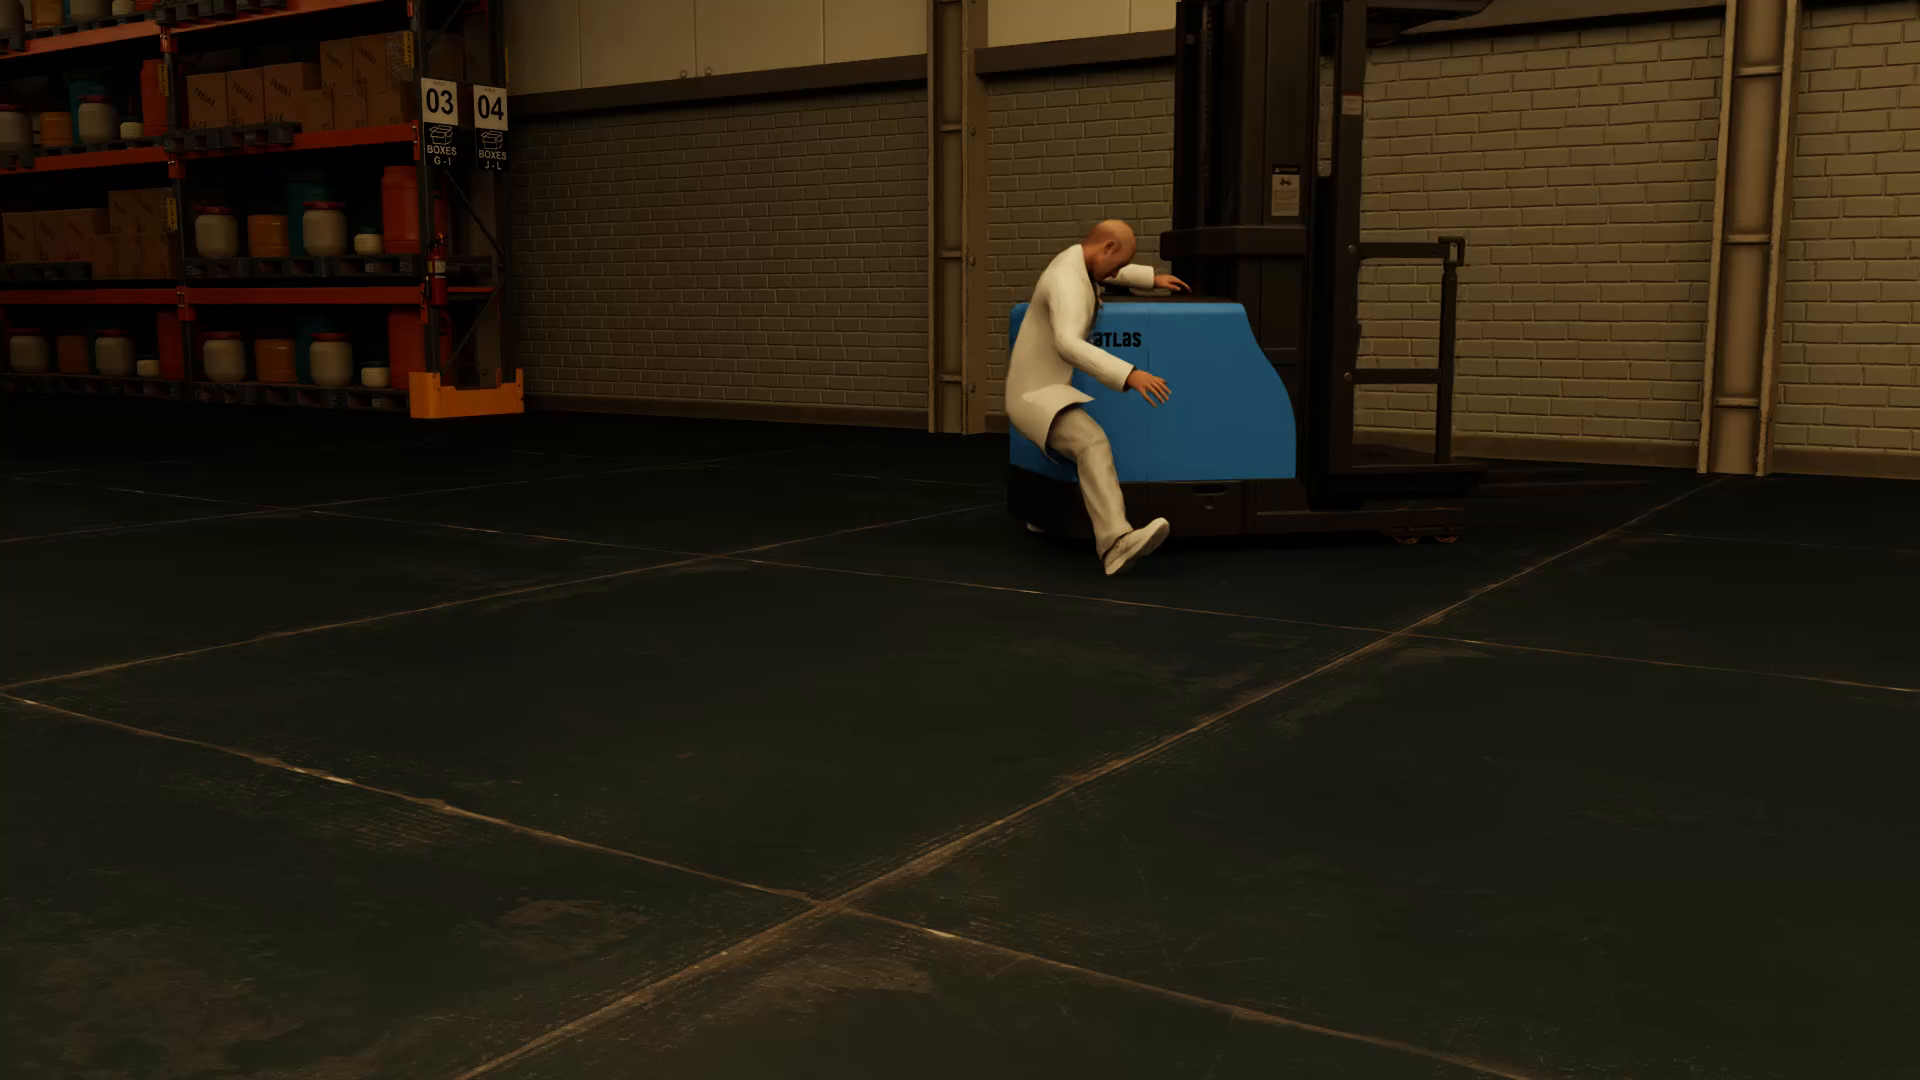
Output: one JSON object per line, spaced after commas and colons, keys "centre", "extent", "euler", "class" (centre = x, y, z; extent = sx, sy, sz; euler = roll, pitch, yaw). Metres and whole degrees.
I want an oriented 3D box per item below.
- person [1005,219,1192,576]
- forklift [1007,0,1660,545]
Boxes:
{"centre": [0.572, -0.619, 7.092], "extent": [0.943, 1.414, 1.314], "euler": [3, 9, 20], "class": "person"}
{"centre": [1.798, -1.500, 7.744], "extent": [3.031, 2.935, 1.130], "euler": [-2, 8, -13], "class": "forklift"}
